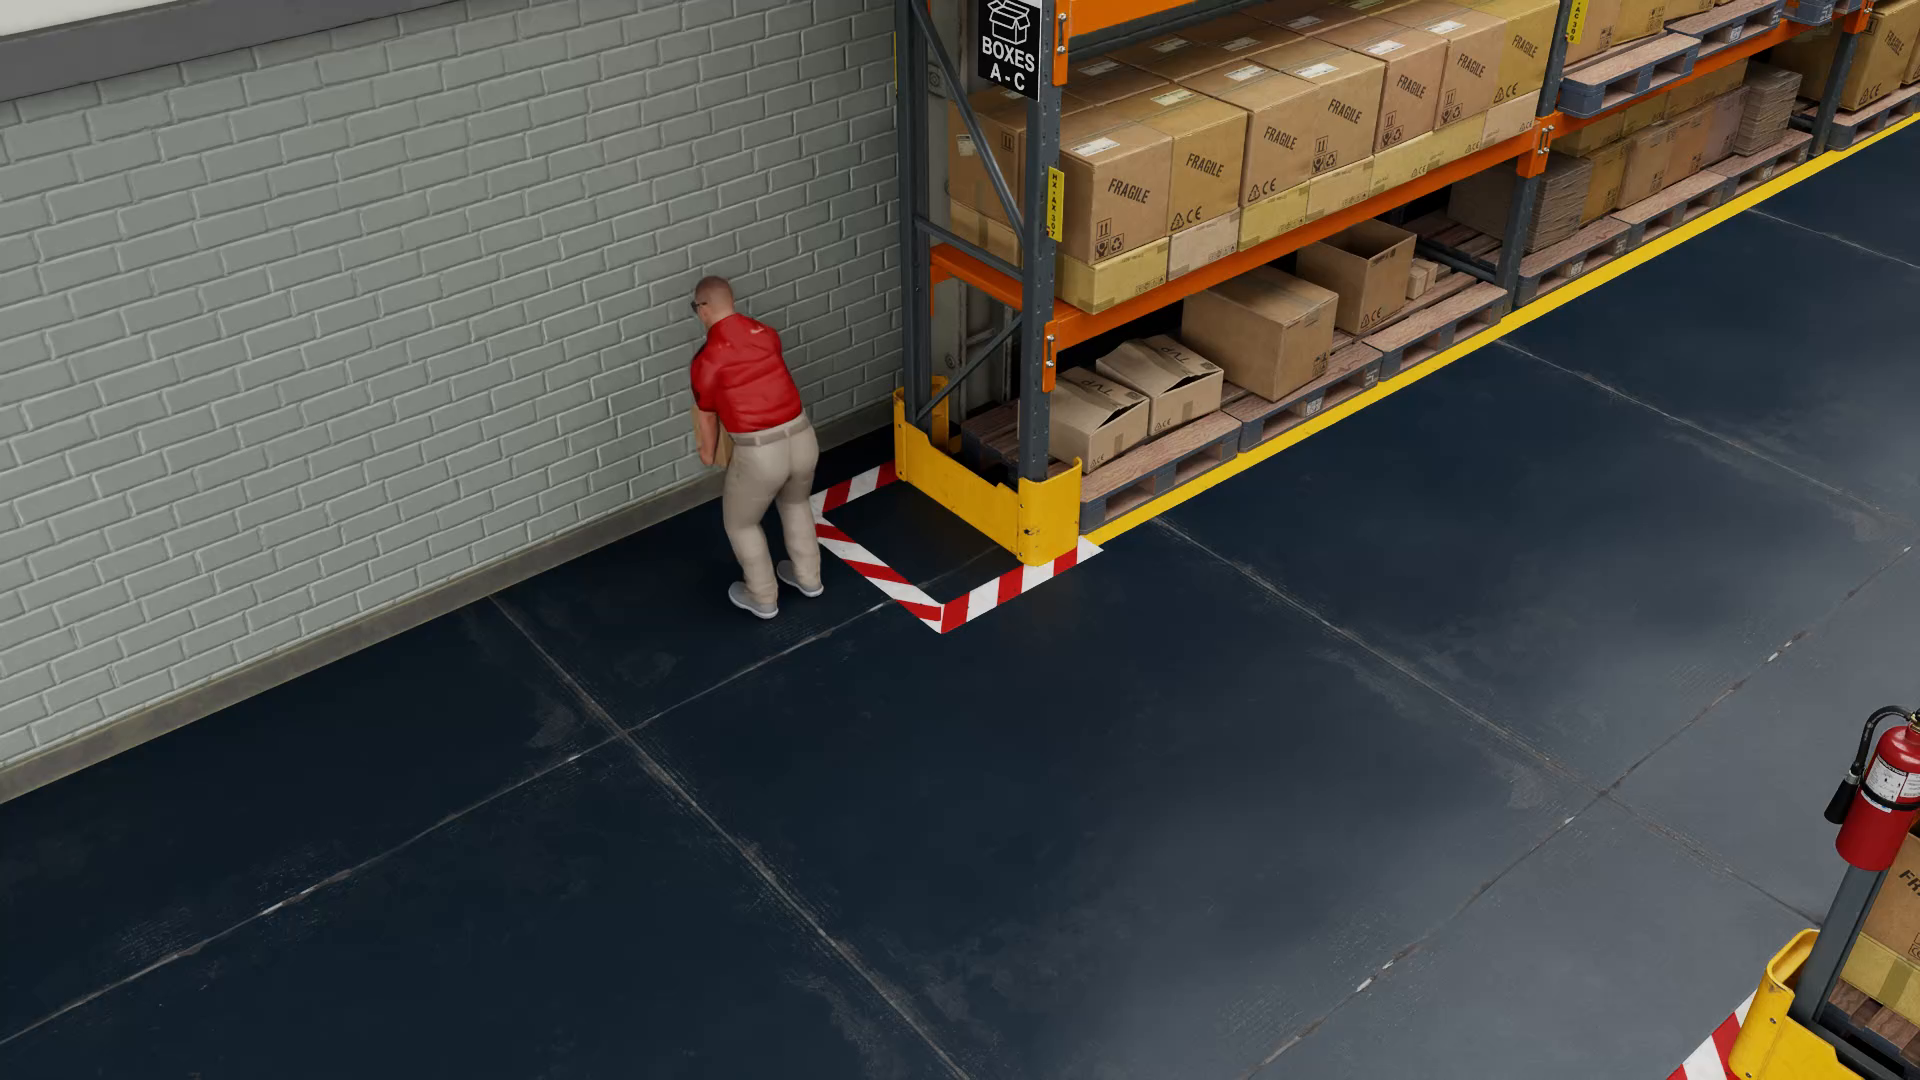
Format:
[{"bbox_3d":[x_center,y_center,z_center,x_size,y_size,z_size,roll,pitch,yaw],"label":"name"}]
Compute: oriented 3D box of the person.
[{"bbox_3d":[-0.961,-0.424,7.773,0.484,1.632,0.622,-27,44,-32],"label":"person"}]
